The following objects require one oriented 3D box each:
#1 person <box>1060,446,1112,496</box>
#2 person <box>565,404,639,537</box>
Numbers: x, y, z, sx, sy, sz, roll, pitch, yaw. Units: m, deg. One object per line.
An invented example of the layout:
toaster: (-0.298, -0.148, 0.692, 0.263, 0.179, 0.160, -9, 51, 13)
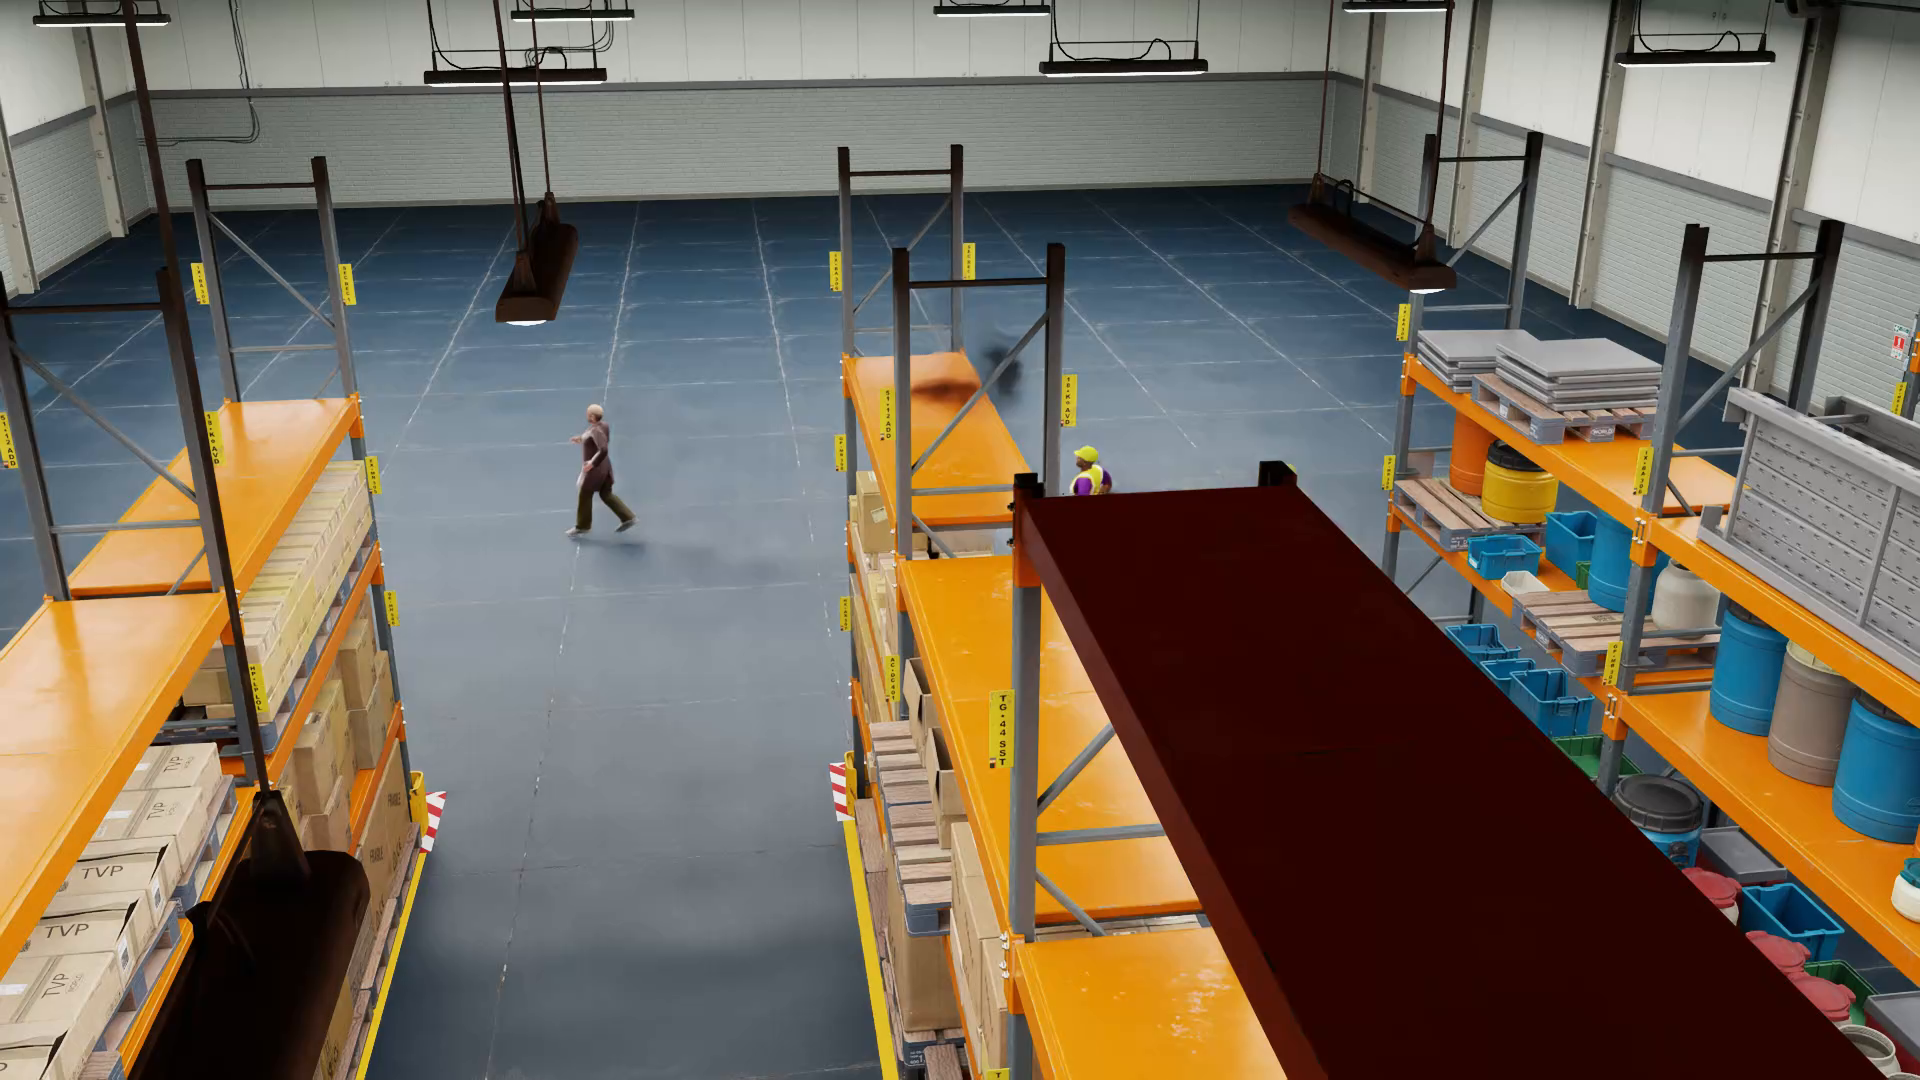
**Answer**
person: (1.496, -0.341, 19.938, 0.653, 1.654, 0.684, 6, 22, 15)
person: (-4.662, -0.885, 21.379, 0.997, 1.786, 0.671, 5, 22, 11)
